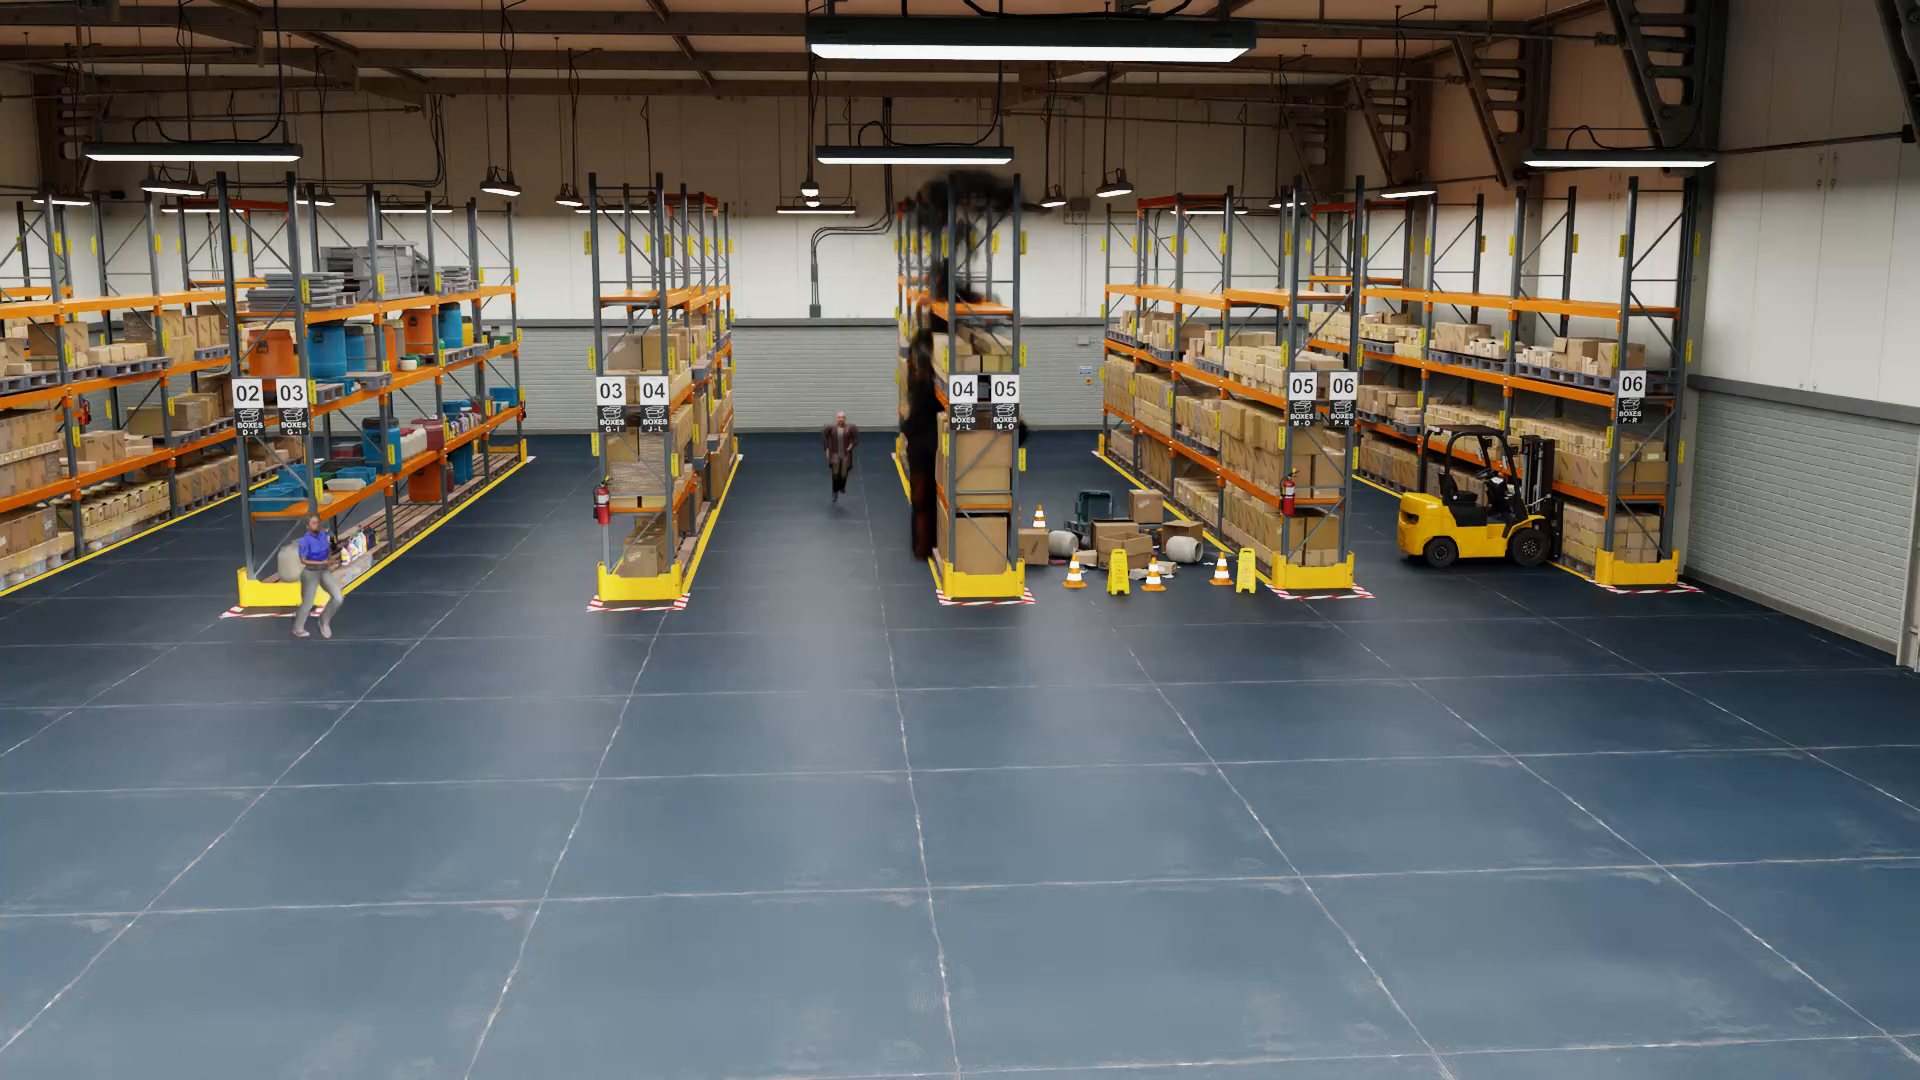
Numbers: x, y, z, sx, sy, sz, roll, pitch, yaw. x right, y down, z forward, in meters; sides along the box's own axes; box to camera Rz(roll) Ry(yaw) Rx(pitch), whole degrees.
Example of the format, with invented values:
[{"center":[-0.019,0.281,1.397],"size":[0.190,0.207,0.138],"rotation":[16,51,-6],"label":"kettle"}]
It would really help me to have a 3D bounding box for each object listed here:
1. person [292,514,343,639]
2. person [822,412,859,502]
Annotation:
[{"center":[-8.218,0.466,21.301],"size":[0.830,1.626,0.592],"rotation":[6,12,32],"label":"person"},{"center":[-2.285,-1.599,31.988],"size":[0.701,1.743,0.765],"rotation":[-1,10,-8],"label":"person"}]
